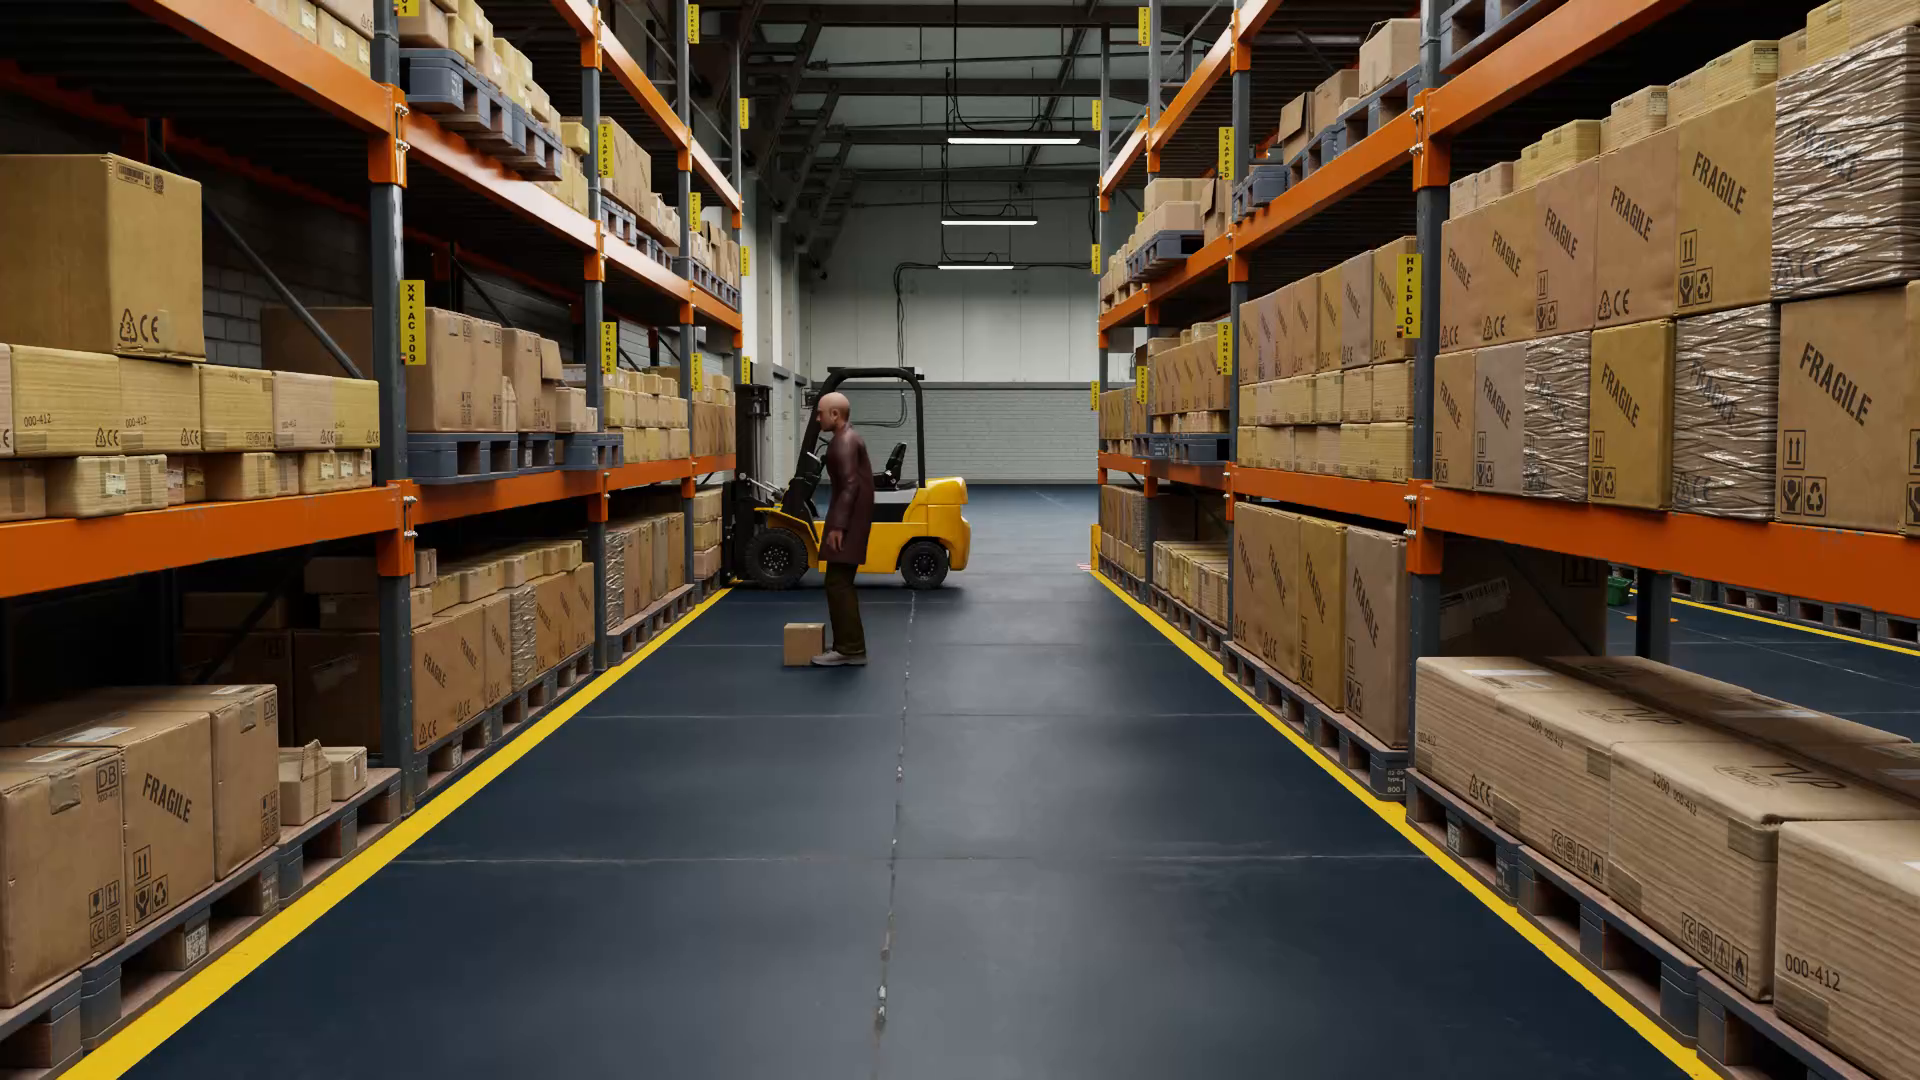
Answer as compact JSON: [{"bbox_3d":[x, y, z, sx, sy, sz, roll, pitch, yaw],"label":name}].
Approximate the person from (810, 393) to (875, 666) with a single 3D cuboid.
[{"bbox_3d":[-0.772,-0.076,10.900,0.428,1.773,0.641,0,4,-2],"label":"person"}]
